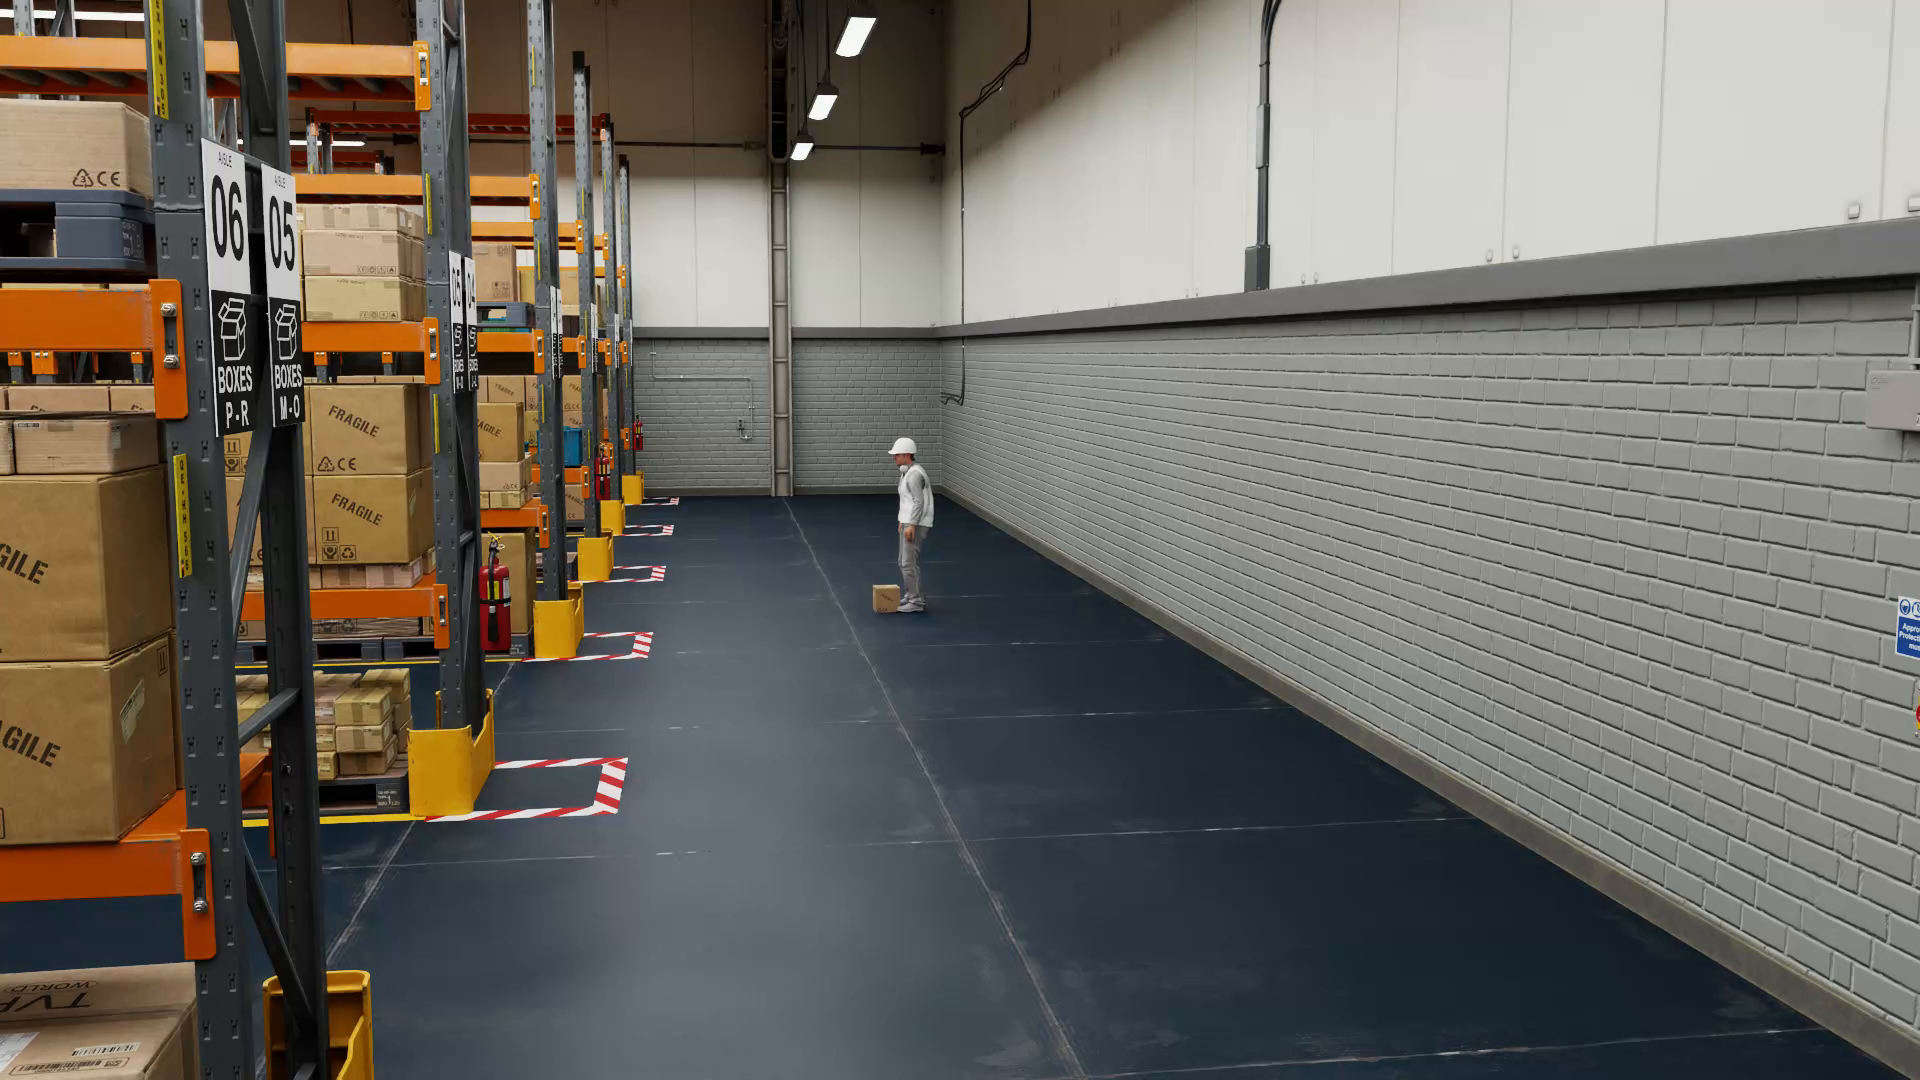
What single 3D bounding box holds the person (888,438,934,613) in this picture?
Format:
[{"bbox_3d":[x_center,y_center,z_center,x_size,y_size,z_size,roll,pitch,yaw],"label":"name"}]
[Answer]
[{"bbox_3d":[-0.503,-0.160,17.011,0.465,1.771,0.581,-1,7,-9],"label":"person"}]
